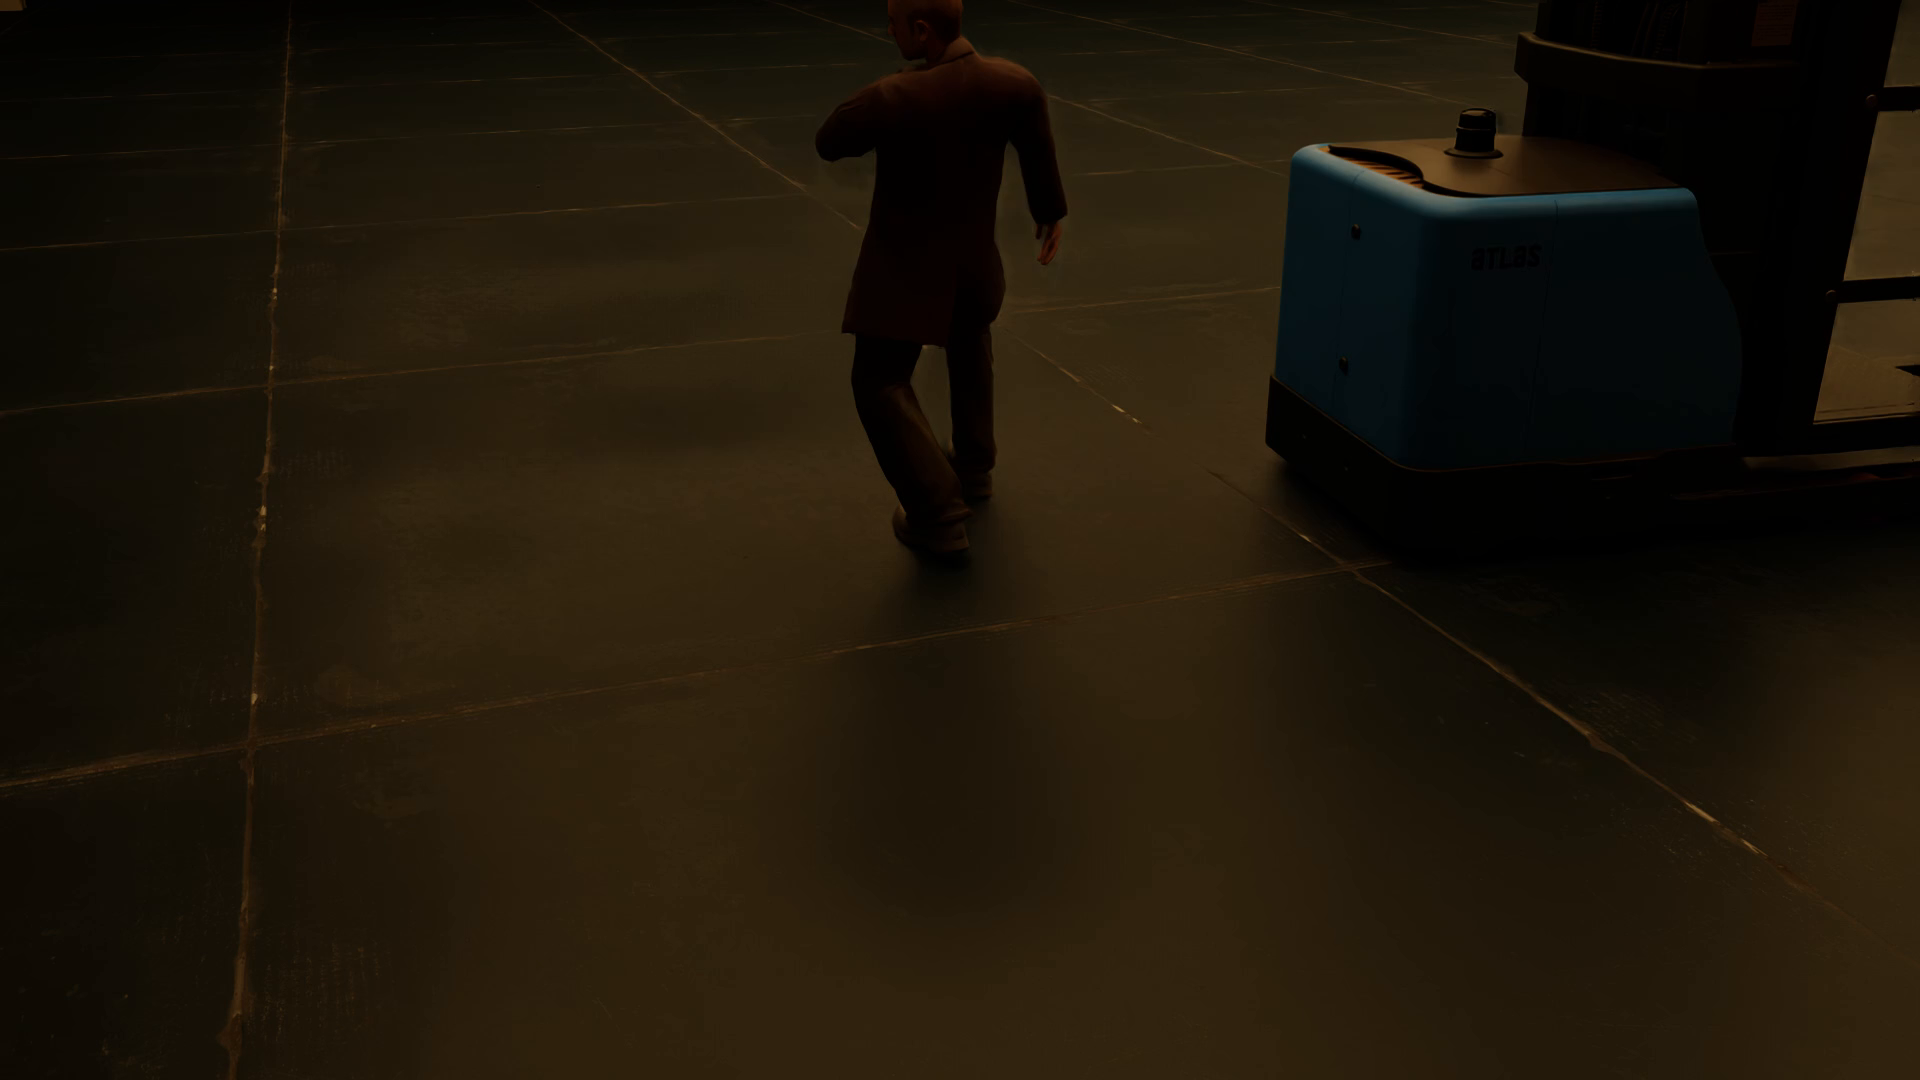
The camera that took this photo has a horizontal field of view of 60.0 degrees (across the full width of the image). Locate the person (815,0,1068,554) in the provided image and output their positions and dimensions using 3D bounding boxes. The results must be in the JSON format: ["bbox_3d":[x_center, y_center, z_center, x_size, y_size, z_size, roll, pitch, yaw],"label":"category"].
[{"bbox_3d":[-0.040,-0.806,5.103,0.804,1.475,0.919,-16,28,-34],"label":"person"}]

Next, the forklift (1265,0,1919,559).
[{"bbox_3d":[2.617,-1.588,5.075,3.031,2.935,1.130,-5,23,-13],"label":"forklift"}]
